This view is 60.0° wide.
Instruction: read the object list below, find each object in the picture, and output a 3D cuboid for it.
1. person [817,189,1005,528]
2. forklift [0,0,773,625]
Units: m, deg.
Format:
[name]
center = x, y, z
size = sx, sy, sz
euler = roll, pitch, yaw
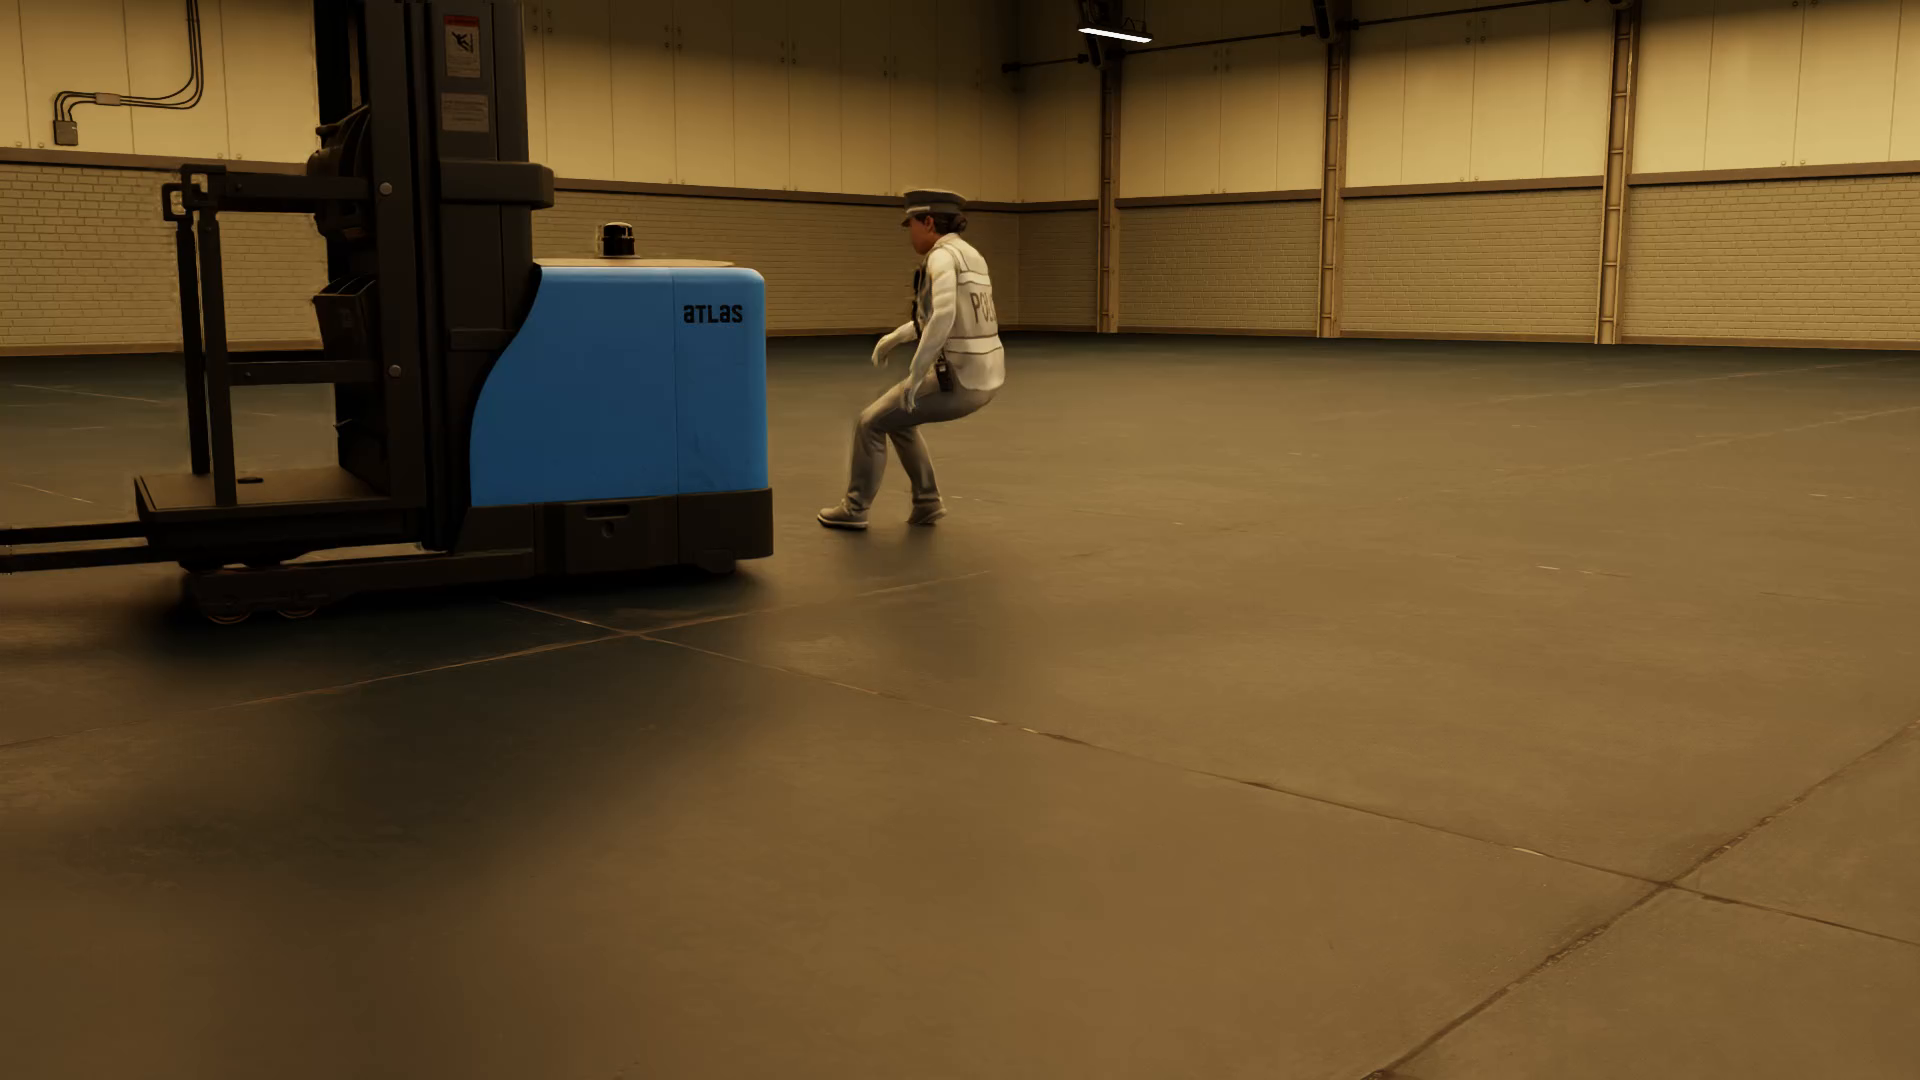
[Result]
[person]
center = -0.241, -0.693, 6.838
size = 0.855, 1.466, 0.745
euler = 3, 9, 18
[forklift]
center = -2.207, -1.282, 5.390
size = 3.031, 2.935, 1.130
euler = -5, 10, -28
